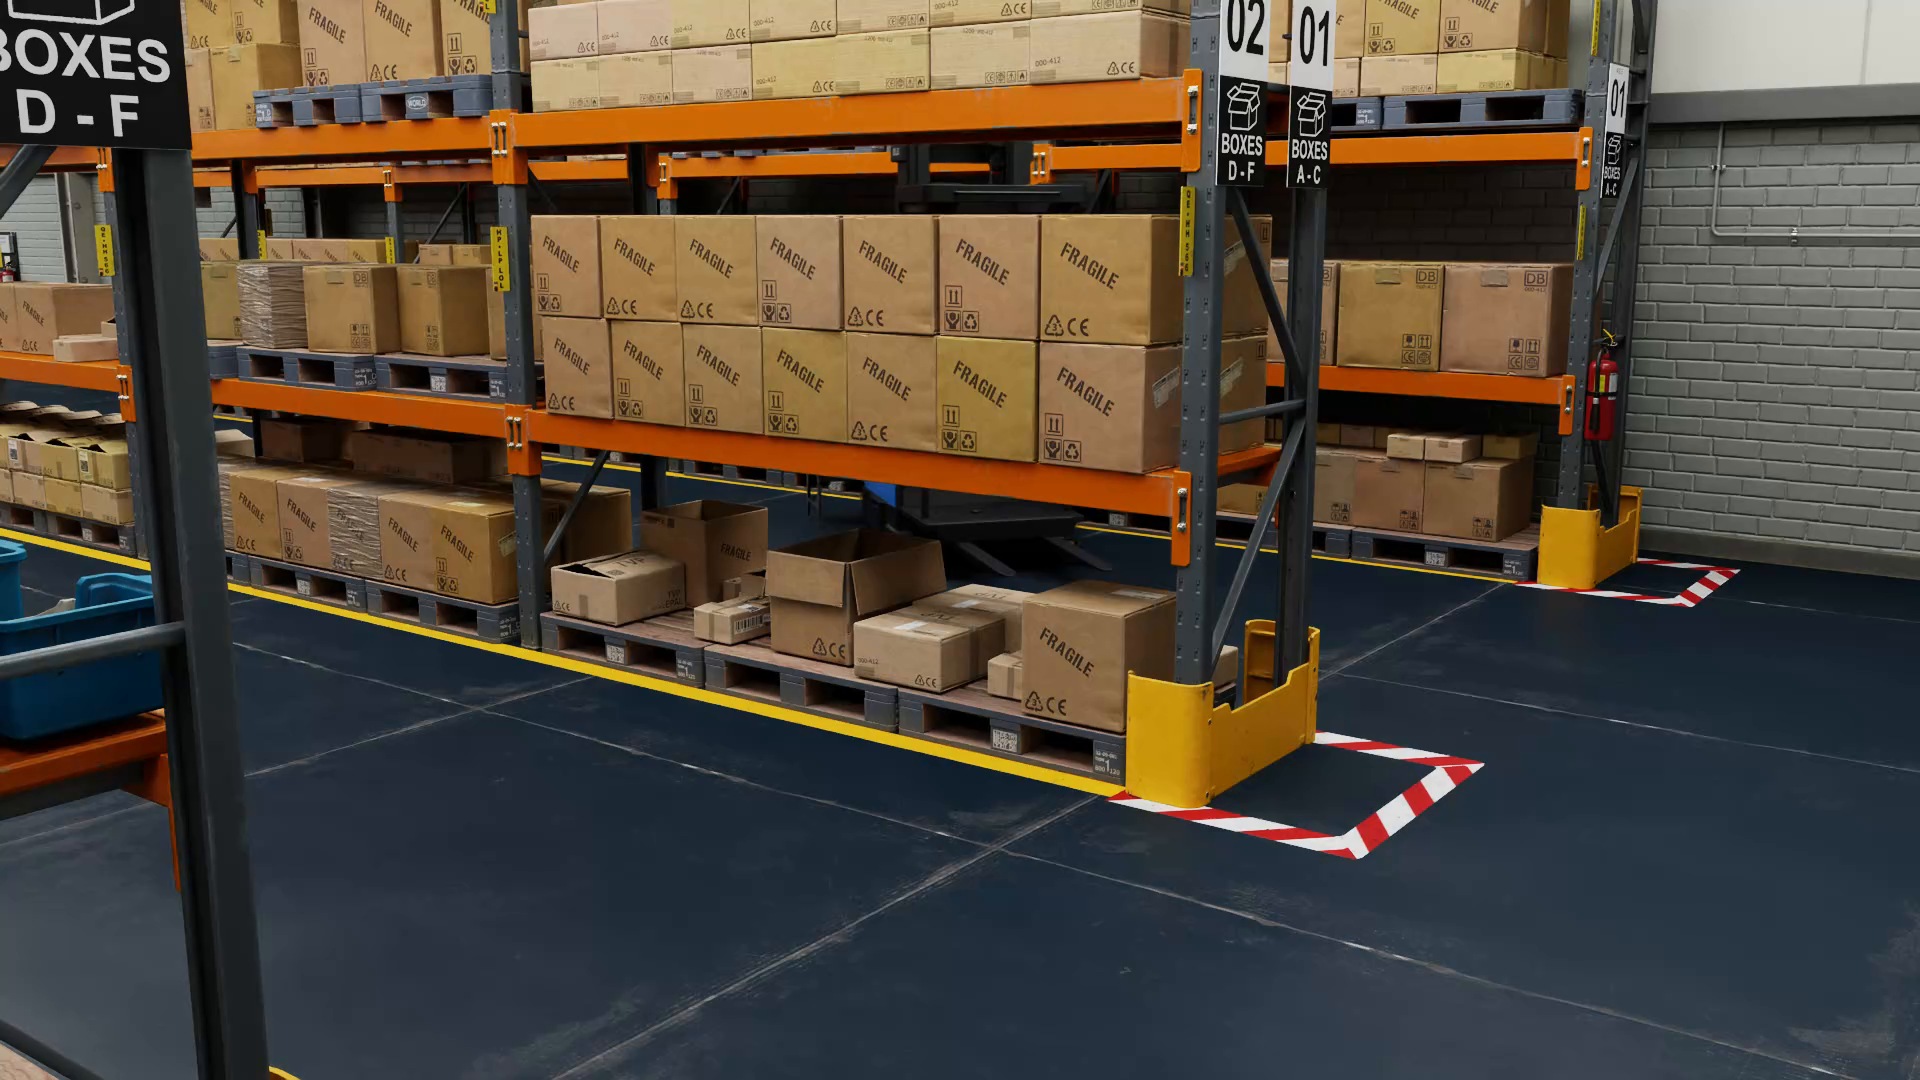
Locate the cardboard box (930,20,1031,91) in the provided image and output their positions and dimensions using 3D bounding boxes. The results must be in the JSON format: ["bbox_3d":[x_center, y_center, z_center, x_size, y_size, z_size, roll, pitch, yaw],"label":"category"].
[{"bbox_3d":[0.224,-1.983,6.878,0.500,0.250,0.500,8,13,36],"label":"cardboard box"}]

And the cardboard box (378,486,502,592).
[{"bbox_3d":[-2.994,-0.015,9.634,0.500,0.500,0.500,8,14,36],"label":"cardboard box"}]

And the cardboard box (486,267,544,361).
[{"bbox_3d":[-2.283,-1.301,9.487,0.500,0.500,0.700,3,11,16],"label":"cardboard box"}]

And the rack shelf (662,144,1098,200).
[{"bbox_3d":[-0.716,-3.061,13.952,4.000,0.370,1.077,8,13,36],"label":"rack shelf"}]

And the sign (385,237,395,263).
[{"bbox_3d":[-5.867,-2.957,17.139,0.005,0.325,0.100,8,13,36],"label":"sign"}]

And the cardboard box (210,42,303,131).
[{"bbox_3d":[-4.056,-2.770,10.289,0.500,0.500,0.910,8,13,36],"label":"cardboard box"}]

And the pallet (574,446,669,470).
[{"bbox_3d":[-2.957,-0.886,16.051,1.213,0.211,1.003,8,13,36],"label":"pallet"}]

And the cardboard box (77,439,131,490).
[{"bbox_3d":[-5.825,-0.560,11.686,0.500,0.311,0.500,8,14,37],"label":"cardboard box"}]

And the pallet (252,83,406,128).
[{"bbox_3d":[-3.355,-2.539,9.852,1.003,0.211,1.213,8,13,36],"label":"pallet"}]

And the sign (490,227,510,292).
[{"bbox_3d":[-2.359,-1.441,8.533,0.005,0.325,0.100,8,13,36],"label":"sign"}]

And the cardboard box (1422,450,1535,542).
[{"bbox_3d":[3.496,-0.309,11.207,0.500,0.500,0.700,8,13,36],"label":"cardboard box"}]

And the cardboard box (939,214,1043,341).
[{"bbox_3d":[0.261,-1.113,6.989,0.500,0.500,0.500,8,14,37],"label":"cardboard box"}]

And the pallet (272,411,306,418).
[{"bbox_3d":[-7.102,-1.454,18.991,1.213,0.211,1.003,8,13,36],"label":"pallet"}]

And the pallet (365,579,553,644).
[{"bbox_3d":[-2.711,0.325,9.792,1.213,0.211,1.003,8,13,36],"label":"pallet"}]

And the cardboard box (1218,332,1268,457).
[{"bbox_3d":[0.989,-0.648,7.217,0.500,0.500,0.500,8,14,37],"label":"cardboard box"}]

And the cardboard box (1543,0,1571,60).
[{"bbox_3d":[3.674,-3.409,10.906,0.500,0.500,0.500,7,13,33],"label":"cardboard box"}]

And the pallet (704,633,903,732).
[{"bbox_3d":[-0.493,0.626,8.241,1.213,0.211,1.003,8,13,36],"label":"pallet"}]

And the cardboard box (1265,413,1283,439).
[{"bbox_3d":[2.280,-0.844,12.263,0.250,0.149,0.380,8,14,36],"label":"cardboard box"}]

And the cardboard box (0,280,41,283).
[{"bbox_3d":[-7.448,-1.758,12.958,0.500,0.500,0.500,9,14,40],"label":"cardboard box"}]

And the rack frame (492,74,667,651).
[{"bbox_3d":[-2.033,-0.958,9.084,0.127,3.000,1.000,8,13,36],"label":"rack frame"}]

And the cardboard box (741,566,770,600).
[{"bbox_3d":[-0.802,0.251,8.755,0.500,0.311,0.500,8,13,36],"label":"cardboard box"}]

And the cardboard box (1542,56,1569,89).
[{"bbox_3d":[3.676,-3.041,10.980,0.500,0.250,0.500,9,14,38],"label":"cardboard box"}]

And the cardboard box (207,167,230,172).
[{"bbox_3d":[-8.243,-4.456,18.951,0.500,0.500,0.500,9,14,39],"label":"cardboard box"}]

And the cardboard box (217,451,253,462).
[{"bbox_3d":[-5.060,-0.302,11.114,0.500,0.500,0.500,9,14,38],"label":"cardboard box"}]

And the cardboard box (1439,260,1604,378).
[{"bbox_3d":[3.703,-1.470,10.942,0.700,0.700,0.980,9,14,38],"label":"cardboard box"}]

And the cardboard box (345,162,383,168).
[{"bbox_3d":[-6.108,-4.167,17.459,0.500,0.500,0.500,8,14,37],"label":"cardboard box"}]

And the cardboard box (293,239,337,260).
[{"bbox_3d":[-6.922,-3.040,18.213,0.500,0.500,0.500,7,13,34],"label":"cardboard box"}]

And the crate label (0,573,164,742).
[{"bbox_3d":[-1.749,0.224,3.256,0.303,0.233,0.416,8,13,36],"label":"crate label"}]

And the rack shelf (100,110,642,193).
[{"bbox_3d":[-3.646,-2.302,10.030,4.000,0.370,1.077,8,13,36],"label":"rack shelf"}]

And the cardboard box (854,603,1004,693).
[{"bbox_3d":[-0.141,0.491,7.676,0.500,0.250,0.500,8,13,36],"label":"cardboard box"}]

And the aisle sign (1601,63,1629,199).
[{"bbox_3d":[4.000,-2.489,10.156,0.004,0.787,0.394,8,13,36],"label":"aisle sign"}]

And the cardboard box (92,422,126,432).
[{"bbox_3d":[-6.344,-0.759,12.710,0.500,0.311,0.500,7,13,34],"label":"cardboard box"}]

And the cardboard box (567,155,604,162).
[{"bbox_3d":[-3.318,-3.860,15.861,0.637,0.503,0.797,11,15,43],"label":"cardboard box"}]

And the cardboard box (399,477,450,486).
[{"bbox_3d":[-3.114,-0.154,10.351,0.500,0.500,0.500,8,14,36],"label":"cardboard box"}]

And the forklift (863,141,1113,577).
[{"bbox_3d":[0.172,-1.301,11.039,1.130,2.935,3.031,-3,11,-16],"label":"forklift"}]

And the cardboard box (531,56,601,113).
[{"bbox_3d":[-1.788,-2.264,8.335,0.500,0.250,0.500,8,13,36],"label":"cardboard box"}]

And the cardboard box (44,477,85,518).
[{"bbox_3d":[-6.243,-0.343,12.040,0.500,0.250,0.500,8,13,35],"label":"cardboard box"}]

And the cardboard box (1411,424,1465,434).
[{"bbox_3d":[3.307,-0.701,11.525,0.250,0.149,0.380,8,14,36],"label":"cardboard box"}]

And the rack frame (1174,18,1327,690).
[{"bbox_3d":[1.191,-0.508,6.760,0.127,3.000,1.000,8,13,36],"label":"rack frame"}]

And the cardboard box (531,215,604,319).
[{"bbox_3d":[-1.820,-1.402,8.483,0.500,0.500,0.500,8,14,37],"label":"cardboard box"}]

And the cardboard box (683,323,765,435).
[{"bbox_3d":[-0.968,-0.794,7.975,0.500,0.500,0.500,8,13,35],"label":"cardboard box"}]

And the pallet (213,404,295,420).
[{"bbox_3d":[-8.081,-1.592,19.701,1.213,0.211,1.003,8,13,36],"label":"pallet"}]

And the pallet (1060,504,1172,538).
[{"bbox_3d":[1.462,-0.250,12.767,1.213,0.211,1.003,8,13,36],"label":"pallet"}]

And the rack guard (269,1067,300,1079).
[{"bbox_3d":[-1.717,1.478,3.076,0.348,0.500,1.175,8,13,36],"label":"rack guard"}]

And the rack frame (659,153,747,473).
[{"bbox_3d":[-2.328,-2.166,15.331,0.127,3.000,1.000,8,13,36],"label":"rack frame"}]

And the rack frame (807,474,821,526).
[{"bbox_3d":[-1.120,-1.172,12.553,0.015,2.100,0.400,-3,11,-17],"label":"rack frame"}]

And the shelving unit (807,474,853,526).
[{"bbox_3d":[-0.888,-1.186,12.626,0.503,2.100,0.431,-3,11,-17],"label":"shelving unit"}]

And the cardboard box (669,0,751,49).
[{"bbox_3d":[-0.988,-2.396,7.698,0.500,0.250,0.500,8,13,36],"label":"cardboard box"}]
